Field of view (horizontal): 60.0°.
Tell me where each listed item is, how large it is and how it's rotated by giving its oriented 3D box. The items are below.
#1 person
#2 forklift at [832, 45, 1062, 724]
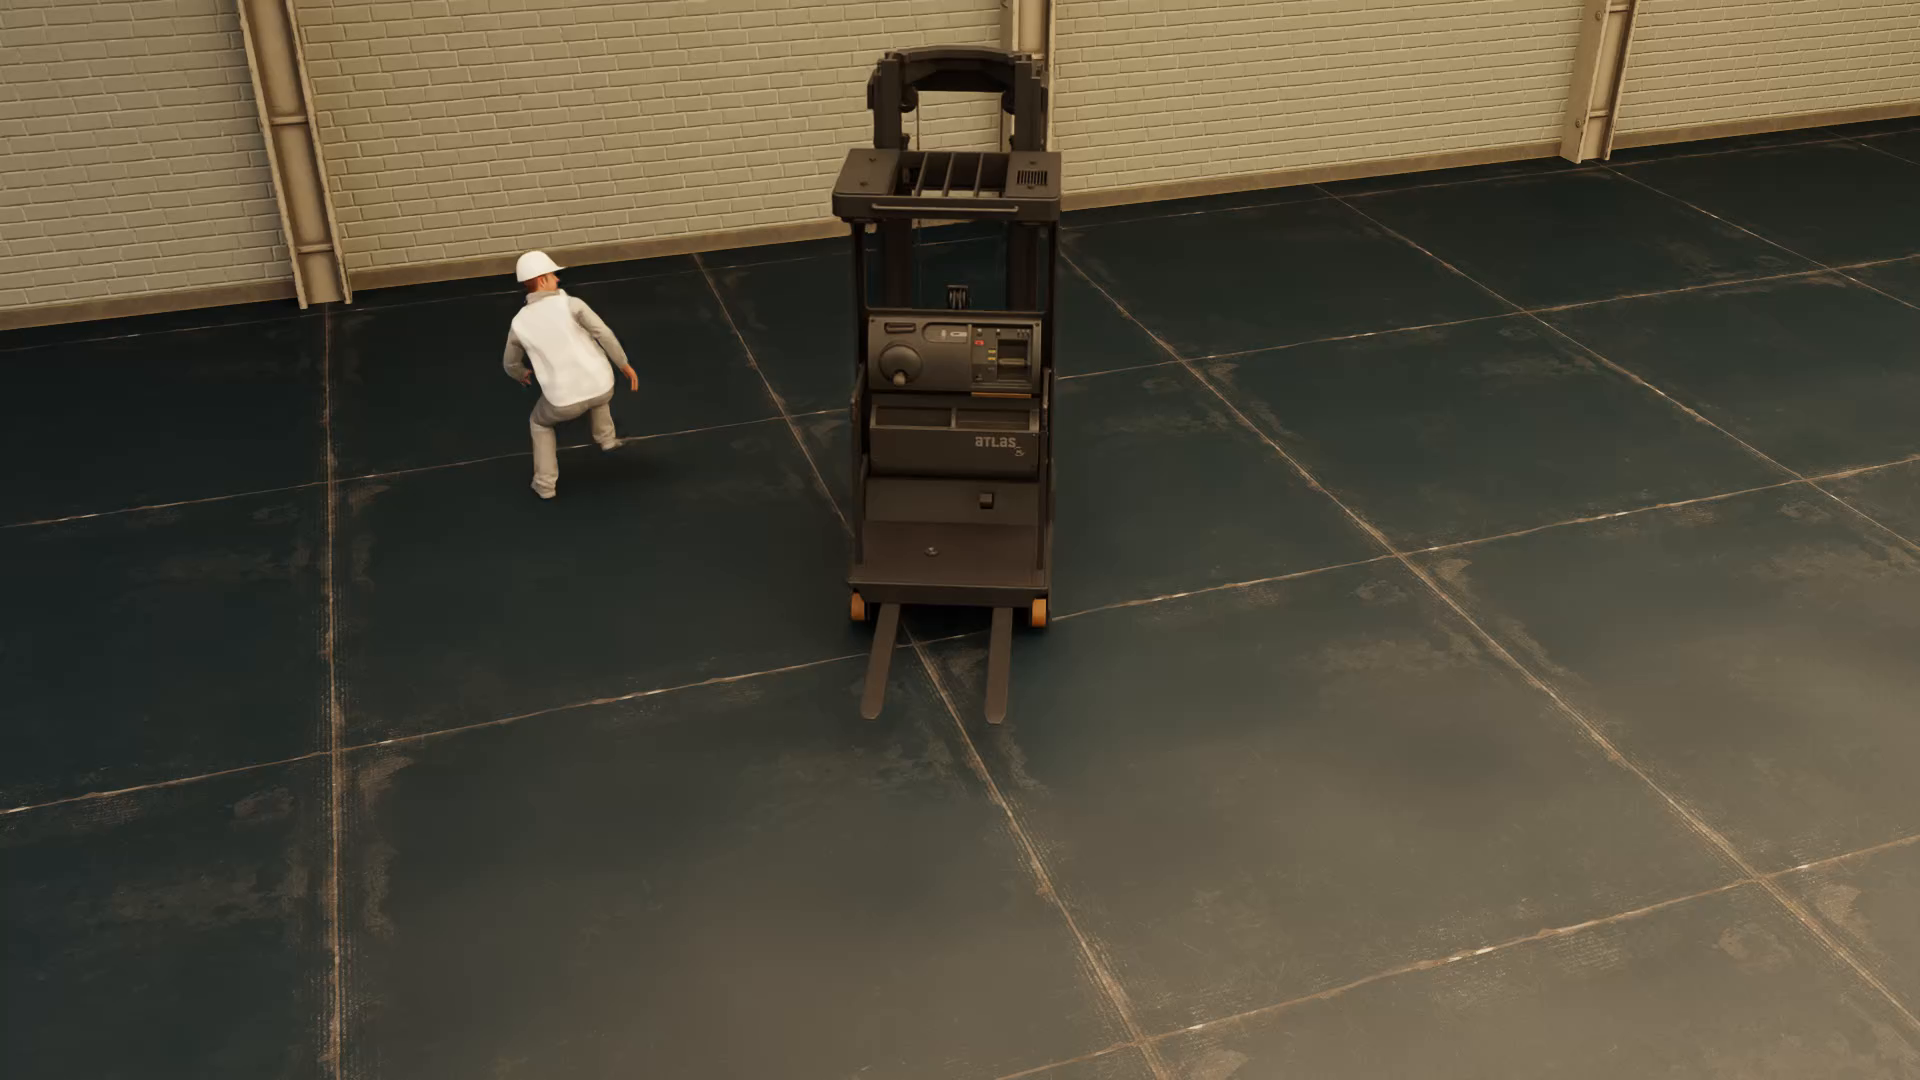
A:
[{"bbox_3d":[-2.434,-1.052,10.356,0.772,1.547,0.688,-10,31,-17],"label":"person"},{"bbox_3d":[-0.041,-0.954,8.746,1.130,2.935,3.031,2,30,3],"label":"forklift"}]
